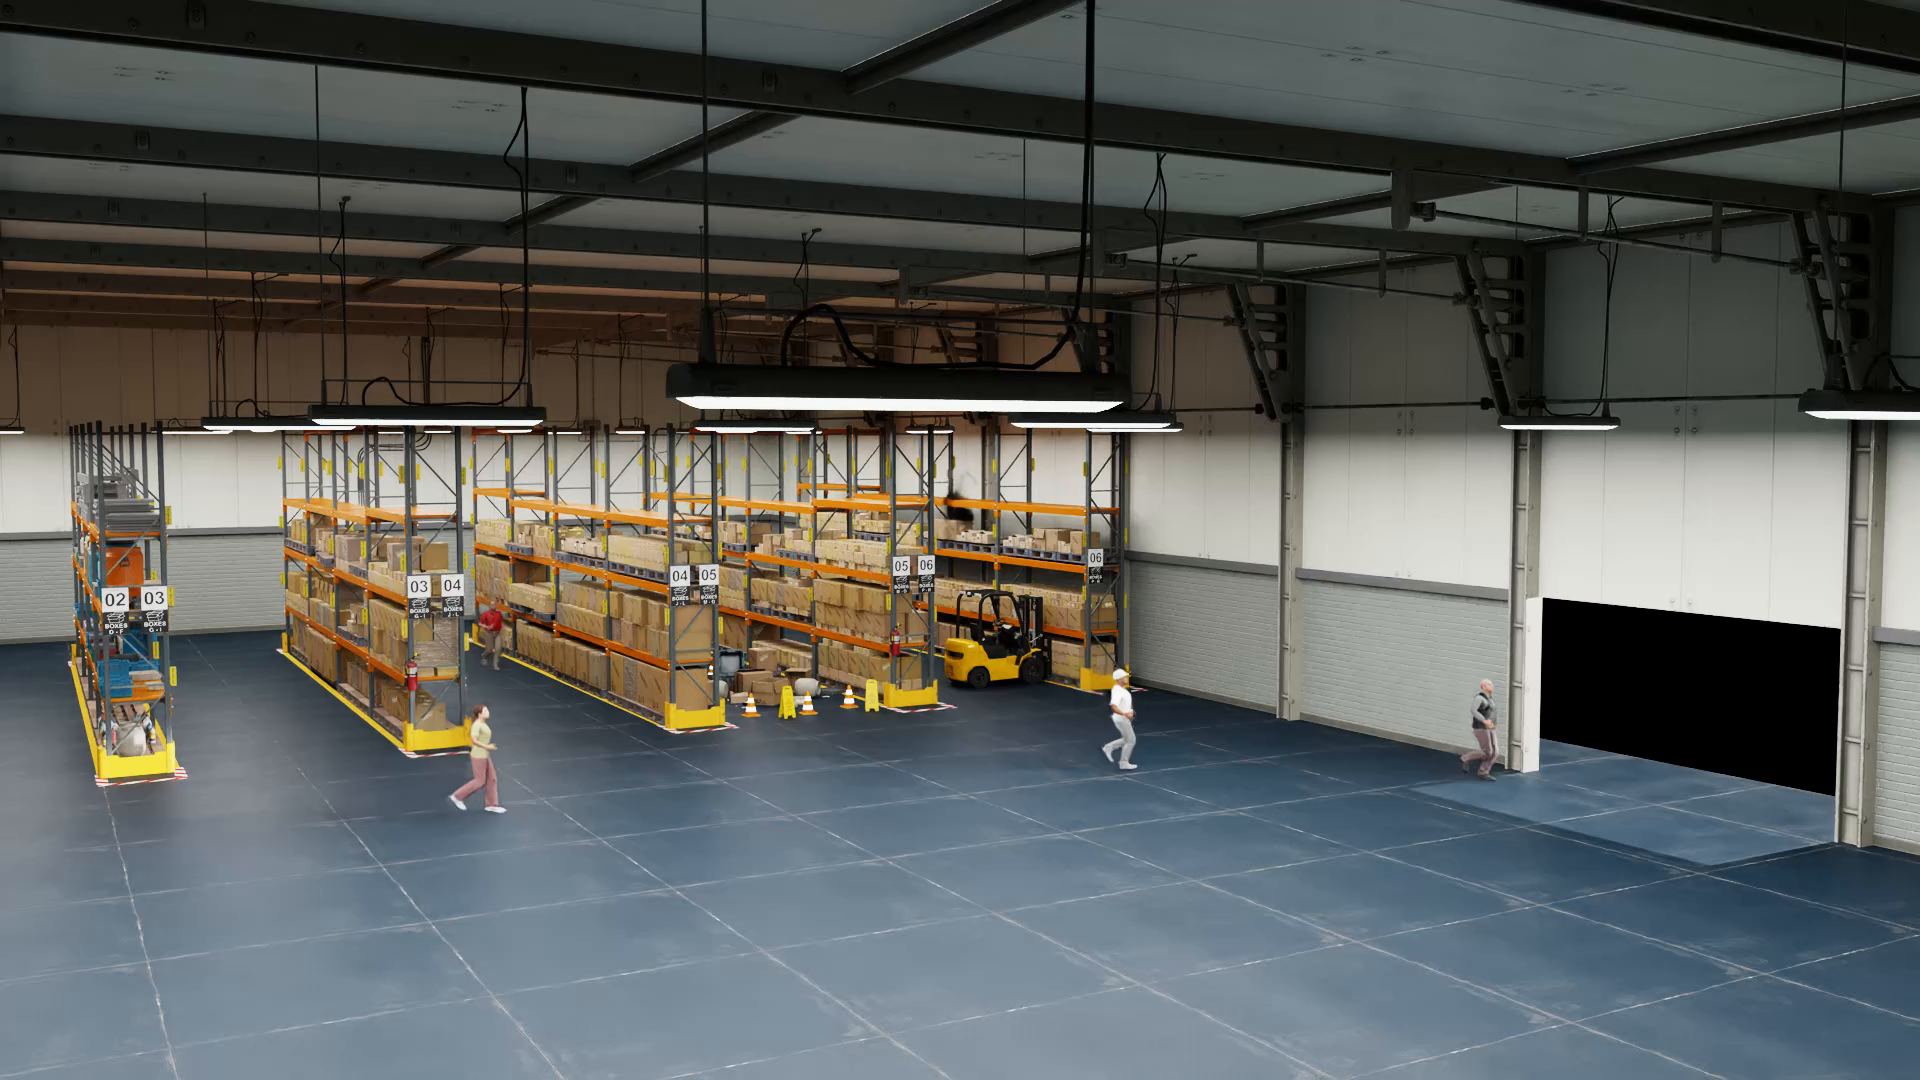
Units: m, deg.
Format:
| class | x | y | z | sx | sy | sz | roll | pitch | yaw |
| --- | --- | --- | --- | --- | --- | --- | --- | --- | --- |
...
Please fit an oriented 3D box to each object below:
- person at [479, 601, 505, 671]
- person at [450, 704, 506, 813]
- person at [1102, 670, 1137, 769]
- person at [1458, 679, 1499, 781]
| class | x | y | z | sx | sy | sz | roll | pitch | yaw |
| --- | --- | --- | --- | --- | --- | --- | --- | --- | --- |
| person | -11.517 | 2.345 | 40.940 | 0.672 | 1.691 | 0.746 | -3 | 5 | -39 |
| person | -7.342 | 3.328 | 25.328 | 0.817 | 1.678 | 0.600 | 0 | 4 | -6 |
| person | 2.753 | 3.090 | 28.668 | 0.625 | 1.719 | 0.700 | 1 | 4 | 11 |
| person | 8.745 | 3.167 | 27.889 | 0.622 | 1.686 | 0.686 | 3 | 5 | 39 |
